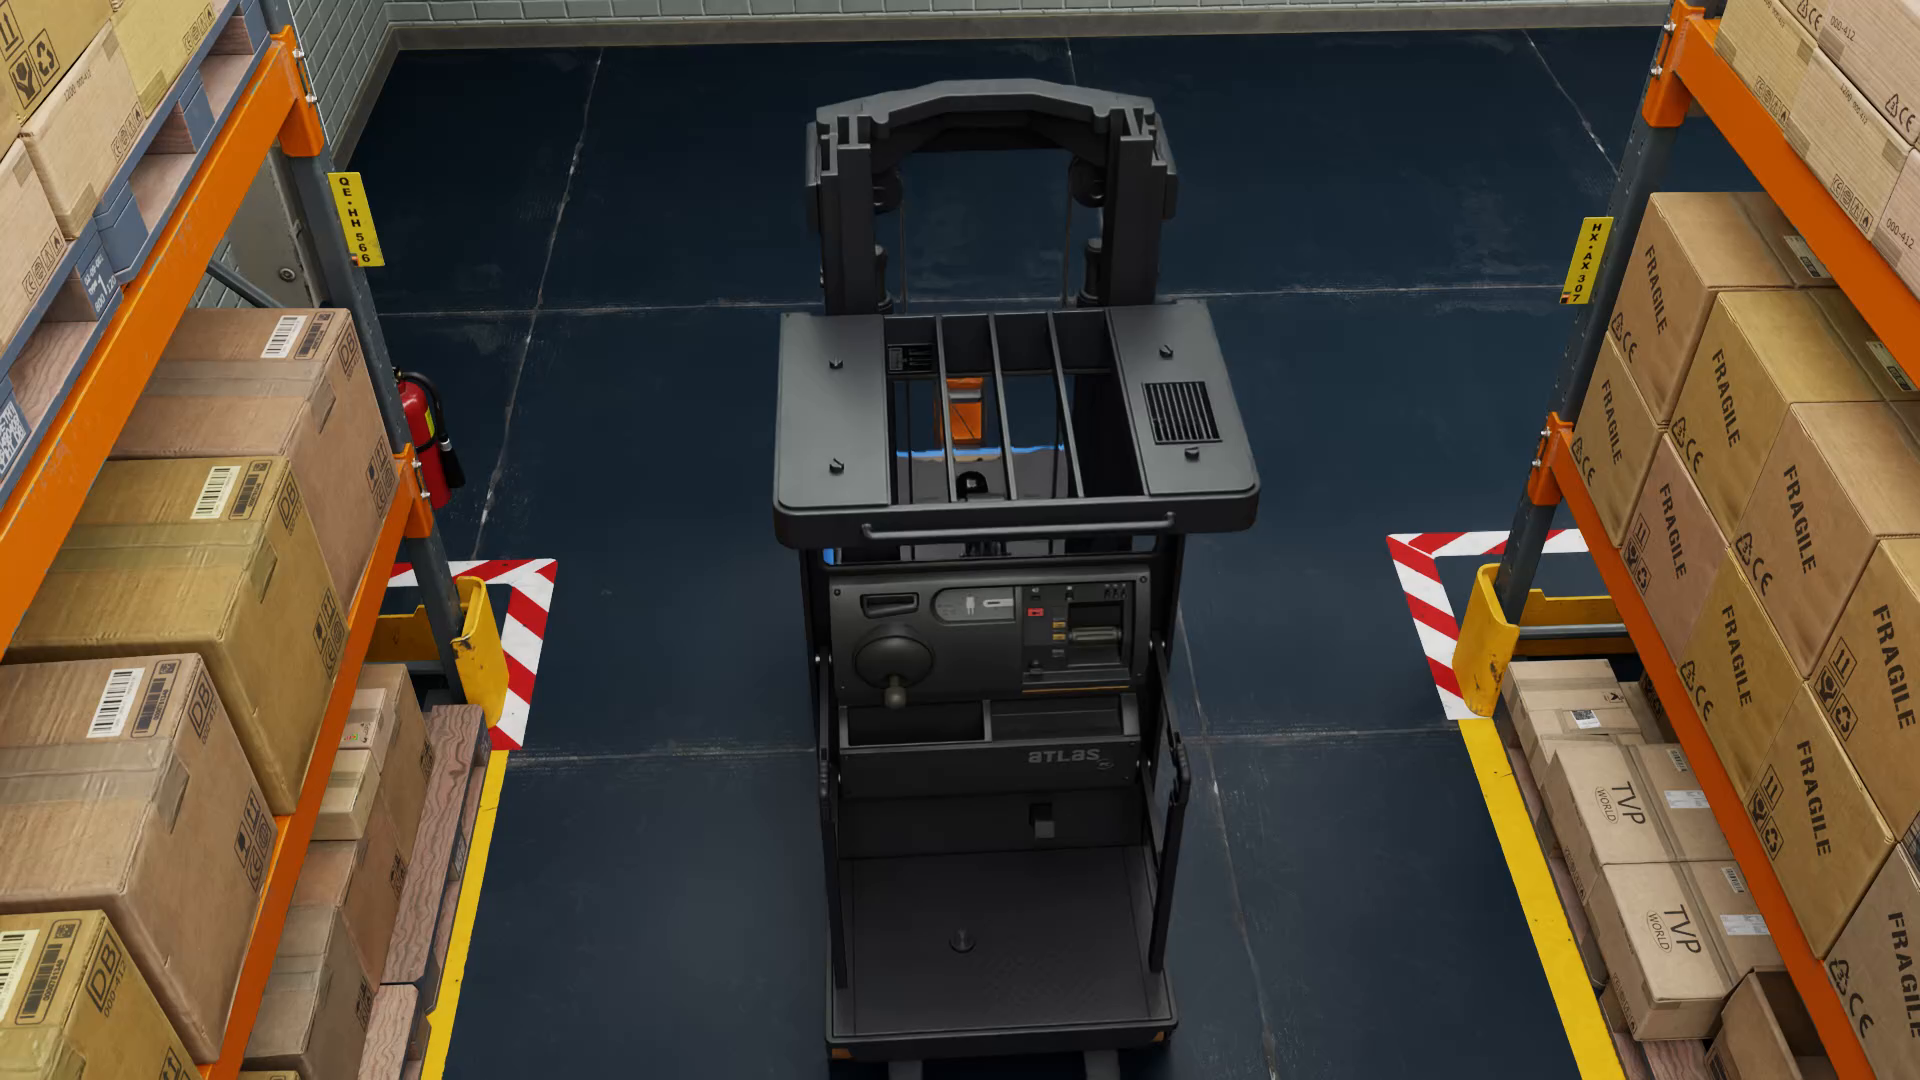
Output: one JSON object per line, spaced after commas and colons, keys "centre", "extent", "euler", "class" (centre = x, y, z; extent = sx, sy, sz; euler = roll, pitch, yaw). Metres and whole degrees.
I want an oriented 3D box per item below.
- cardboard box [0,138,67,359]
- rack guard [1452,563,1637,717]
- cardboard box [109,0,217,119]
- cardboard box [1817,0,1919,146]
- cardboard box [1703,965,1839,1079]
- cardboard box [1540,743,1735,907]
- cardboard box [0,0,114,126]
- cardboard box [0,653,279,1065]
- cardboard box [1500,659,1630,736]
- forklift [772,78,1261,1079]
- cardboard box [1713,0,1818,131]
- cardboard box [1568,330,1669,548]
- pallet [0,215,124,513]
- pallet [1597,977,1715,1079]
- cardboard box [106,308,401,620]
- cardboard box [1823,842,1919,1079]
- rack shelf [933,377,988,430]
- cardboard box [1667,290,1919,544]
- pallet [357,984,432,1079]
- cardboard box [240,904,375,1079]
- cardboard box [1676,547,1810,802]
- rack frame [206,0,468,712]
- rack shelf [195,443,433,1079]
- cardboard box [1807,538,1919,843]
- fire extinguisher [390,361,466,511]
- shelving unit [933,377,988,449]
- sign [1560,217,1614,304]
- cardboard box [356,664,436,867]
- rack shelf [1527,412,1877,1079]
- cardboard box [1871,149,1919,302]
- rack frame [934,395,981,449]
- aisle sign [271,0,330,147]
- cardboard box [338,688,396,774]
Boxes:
{"centre": [-2.035, -0.504, 3.087], "extent": [0.500, 0.250, 0.500], "euler": [-3, 43, -3], "class": "cardboard box"}
{"centre": [2.571, 0.377, 6.469], "extent": [1.175, 0.500, 0.348], "euler": [-2, 43, -2], "class": "rack guard"}
{"centre": [-2.085, -1.207, 3.853], "extent": [0.500, 0.250, 0.500], "euler": [0, 43, 0], "class": "cardboard box"}
{"centre": [2.344, -1.139, 3.794], "extent": [0.500, 0.250, 0.500], "euler": [-2, 43, -2], "class": "cardboard box"}
{"centre": [2.653, 1.594, 4.813], "extent": [0.797, 0.503, 0.637], "euler": [-2, 43, -2], "class": "cardboard box"}
{"centre": [2.329, 0.968, 5.683], "extent": [0.500, 0.250, 0.500], "euler": [-2, 43, -2], "class": "cardboard box"}
{"centre": [-2.067, -1.146, 3.231], "extent": [0.500, 0.500, 0.500], "euler": [0, 43, -1], "class": "cardboard box"}
{"centre": [-2.285, 0.788, 3.949], "extent": [0.980, 0.700, 0.700], "euler": [-4, 43, -4], "class": "cardboard box"}
{"centre": [2.242, 0.585, 6.176], "extent": [0.380, 0.149, 0.250], "euler": [-2, 43, -2], "class": "cardboard box"}
{"centre": [0.105, 0.369, 4.679], "extent": [1.130, 2.935, 3.031], "euler": [-2, 43, -3], "class": "forklift"}
{"centre": [2.335, -1.293, 4.331], "extent": [0.500, 0.250, 0.500], "euler": [-2, 43, -2], "class": "cardboard box"}
{"centre": [2.323, -0.326, 5.312], "extent": [0.500, 0.500, 0.500], "euler": [-1, 43, -1], "class": "cardboard box"}
{"centre": [-2.285, -0.199, 3.092], "extent": [1.003, 0.211, 1.213], "euler": [-2, 43, -2], "class": "pallet"}
{"centre": [2.654, 1.843, 5.083], "extent": [1.003, 0.211, 1.213], "euler": [-2, 43, -2], "class": "pallet"}
{"centre": [-2.350, -0.218, 5.046], "extent": [0.980, 0.700, 0.700], "euler": [0, 43, 0], "class": "cardboard box"}
{"centre": [2.413, 1.042, 3.819], "extent": [0.500, 0.500, 0.500], "euler": [-1, 43, -1], "class": "cardboard box"}
{"centre": [-0.002, -0.625, 6.750], "extent": [0.215, 0.259, 0.240], "euler": [-2, 43, -2], "class": "rack shelf"}
{"centre": [2.353, -0.342, 4.589], "extent": [0.500, 0.500, 0.500], "euler": [-1, 43, -1], "class": "cardboard box"}
{"centre": [-2.220, 1.936, 4.982], "extent": [1.003, 0.211, 1.213], "euler": [-2, 43, -2], "class": "pallet"}
{"centre": [-2.208, 1.462, 4.974], "extent": [0.700, 0.500, 0.500], "euler": [-3, 43, -3], "class": "cardboard box"}
{"centre": [2.369, 0.361, 4.562], "extent": [0.500, 0.500, 0.500], "euler": [-2, 43, -2], "class": "cardboard box"}
{"centre": [-2.381, -0.452, 5.523], "extent": [1.000, 3.000, 0.127], "euler": [-2, 43, -2], "class": "rack frame"}
{"centre": [-2.296, 1.164, 4.293], "extent": [1.077, 0.370, 4.000], "euler": [-2, 43, -2], "class": "rack shelf"}
{"centre": [2.392, 0.339, 3.846], "extent": [0.500, 0.500, 0.500], "euler": [-2, 43, -2], "class": "cardboard box"}
{"centre": [-1.927, -0.401, 5.800], "extent": [0.296, 0.674, 0.183], "euler": [-2, 43, -2], "class": "fire extinguisher"}
{"centre": [-0.002, -0.423, 6.935], "extent": [0.215, 1.050, 0.252], "euler": [-2, 43, -2], "class": "shelving unit"}
{"centre": [2.026, -0.900, 5.371], "extent": [0.100, 0.325, 0.005], "euler": [-2, 43, -2], "class": "sign"}
{"centre": [-2.252, 0.785, 5.713], "extent": [0.700, 0.500, 0.500], "euler": [-2, 43, -2], "class": "cardboard box"}
{"centre": [2.653, 1.019, 4.451], "extent": [1.077, 0.370, 4.000], "euler": [-2, 43, -2], "class": "rack shelf"}
{"centre": [2.367, -0.617, 3.595], "extent": [0.500, 0.250, 0.500], "euler": [-2, 43, -2], "class": "cardboard box"}
{"centre": [-0.007, -0.506, 7.025], "extent": [0.200, 1.050, 0.008], "euler": [-2, 43, -2], "class": "rack frame"}
{"centre": [-2.085, -1.467, 4.707], "extent": [0.394, 0.787, 0.004], "euler": [-2, 43, -2], "class": "aisle sign"}
{"centre": [-2.064, 0.627, 5.405], "extent": [0.380, 0.149, 0.250], "euler": [-2, 43, -2], "class": "cardboard box"}
